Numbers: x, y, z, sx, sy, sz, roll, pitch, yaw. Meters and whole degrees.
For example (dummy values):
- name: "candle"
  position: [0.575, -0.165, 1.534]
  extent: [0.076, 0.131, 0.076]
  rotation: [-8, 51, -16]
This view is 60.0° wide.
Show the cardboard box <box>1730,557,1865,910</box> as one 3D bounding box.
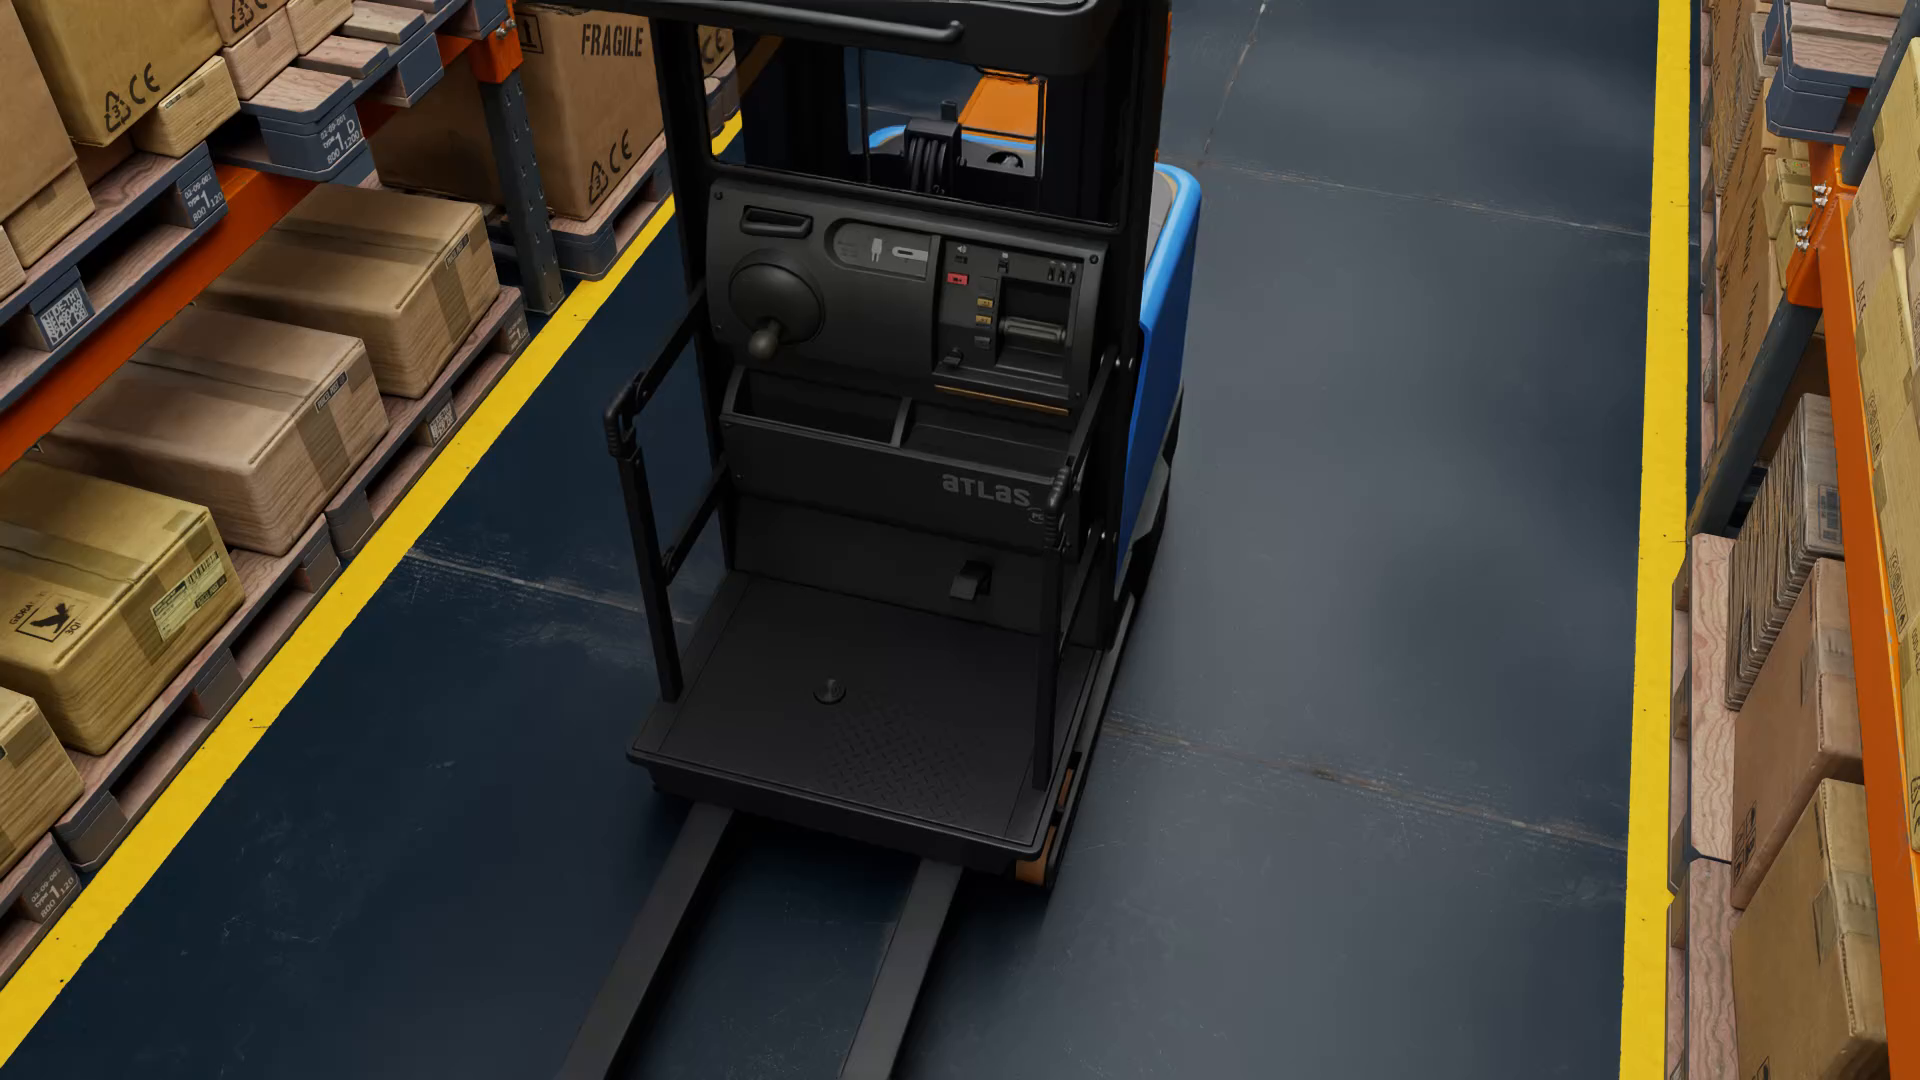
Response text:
- name: "cardboard box"
  position: [2.384, 0.566, 3.925]
  extent: [0.875, 0.625, 0.625]
  rotation: [14, 46, 14]

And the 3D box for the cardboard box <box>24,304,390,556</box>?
- name: "cardboard box"
  position: [-2.352, -0.375, 5.067]
  extent: [0.950, 0.372, 0.625]
  rotation: [12, 46, 12]

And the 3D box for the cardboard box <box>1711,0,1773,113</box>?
- name: "cardboard box"
  position: [3.319, -1.942, 6.577]
  extent: [0.500, 0.500, 0.500]
  rotation: [11, 45, 11]

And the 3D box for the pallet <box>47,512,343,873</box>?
- name: "pallet"
  position: [-2.565, 0.296, 4.797]
  extent: [1.003, 0.211, 1.213]
  rotation: [13, 46, 13]

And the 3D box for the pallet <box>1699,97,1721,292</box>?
- name: "pallet"
  position: [3.410, -1.286, 6.414]
  extent: [1.003, 0.211, 1.213]
  rotation: [13, 46, 13]

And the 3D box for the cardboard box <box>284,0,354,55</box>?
- name: "cardboard box"
  position: [-1.876, -1.452, 4.469]
  extent: [0.380, 0.149, 0.250]
  rotation: [12, 46, 12]

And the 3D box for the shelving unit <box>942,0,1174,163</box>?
- name: "shelving unit"
  position: [0.334, -1.210, 5.682]
  extent: [0.538, 1.125, 1.048]
  rotation: [12, 46, 12]

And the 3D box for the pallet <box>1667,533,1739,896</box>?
- name: "pallet"
  position: [2.490, 0.554, 4.533]
  extent: [1.003, 0.211, 1.213]
  rotation: [13, 46, 13]

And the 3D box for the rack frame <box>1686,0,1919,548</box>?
- name: "rack frame"
  position: [2.776, -0.983, 4.110]
  extent: [1.000, 3.000, 0.127]
  rotation: [13, 46, 13]

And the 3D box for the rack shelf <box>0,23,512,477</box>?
- name: "rack shelf"
  position: [-2.561, -0.442, 4.071]
  extent: [1.077, 0.370, 4.000]
  rotation: [13, 46, 13]

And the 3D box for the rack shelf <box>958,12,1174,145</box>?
- name: "rack shelf"
  position: [0.334, -1.419, 5.477]
  extent: [0.538, 0.278, 1.000]
  rotation: [12, 46, 12]

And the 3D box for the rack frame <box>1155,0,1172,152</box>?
- name: "rack frame"
  position: [0.480, -1.550, 6.030]
  extent: [0.500, 1.125, 0.032]
  rotation: [12, 46, 12]

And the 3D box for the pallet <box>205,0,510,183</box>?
- name: "pallet"
  position: [-2.070, -1.466, 4.740]
  extent: [1.213, 0.211, 1.003]
  rotation: [13, 46, 13]

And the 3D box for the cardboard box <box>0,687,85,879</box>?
- name: "cardboard box"
  position: [-2.796, 0.593, 4.077]
  extent: [0.950, 0.372, 0.625]
  rotation: [15, 46, 15]

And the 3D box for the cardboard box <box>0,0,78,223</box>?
- name: "cardboard box"
  position: [-2.292, -0.915, 3.456]
  extent: [0.500, 0.500, 0.500]
  rotation: [11, 45, 11]

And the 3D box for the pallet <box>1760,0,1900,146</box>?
- name: "pallet"
  position: [2.915, -1.381, 4.654]
  extent: [1.213, 0.211, 1.003]
  rotation: [13, 46, 13]

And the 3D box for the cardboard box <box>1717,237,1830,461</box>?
- name: "cardboard box"
  position: [2.699, -0.567, 5.172]
  extent: [0.500, 0.500, 0.500]
  rotation: [14, 46, 14]

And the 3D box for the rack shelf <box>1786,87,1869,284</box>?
- name: "rack shelf"
  position: [3.382, -2.059, 5.724]
  extent: [1.077, 0.370, 4.000]
  rotation: [13, 46, 13]

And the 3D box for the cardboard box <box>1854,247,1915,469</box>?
- name: "cardboard box"
  position: [2.252, -0.351, 3.571]
  extent: [0.500, 0.250, 0.500]
  rotation: [12, 46, 12]

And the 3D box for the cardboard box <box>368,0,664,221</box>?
- name: "cardboard box"
  position: [-1.667, -1.865, 6.230]
  extent: [0.875, 0.875, 0.875]
  rotation: [12, 46, 12]

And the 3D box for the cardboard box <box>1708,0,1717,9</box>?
- name: "cardboard box"
  position: [3.627, -2.631, 7.281]
  extent: [0.500, 0.500, 0.500]
  rotation: [14, 46, 14]

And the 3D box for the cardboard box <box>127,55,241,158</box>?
- name: "cardboard box"
  position: [-2.030, -1.100, 4.109]
  extent: [0.380, 0.149, 0.250]
  rotation: [13, 46, 13]

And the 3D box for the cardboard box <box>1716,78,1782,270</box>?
- name: "cardboard box"
  position: [3.017, -1.248, 5.867]
  extent: [0.500, 0.500, 0.500]
  rotation: [14, 46, 14]

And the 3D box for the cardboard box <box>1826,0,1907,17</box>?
- name: "cardboard box"
  position: [2.609, -1.562, 4.581]
  extent: [0.380, 0.149, 0.250]
  rotation: [13, 46, 13]

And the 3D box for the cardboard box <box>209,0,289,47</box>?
- name: "cardboard box"
  position: [-1.974, -1.615, 4.171]
  extent: [0.500, 0.500, 0.500]
  rotation: [12, 46, 12]

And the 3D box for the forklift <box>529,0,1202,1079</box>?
- name: "forklift"
  position: [-0.196, -0.467, 3.632]
  extent: [1.130, 2.935, 3.031]
  rotation: [12, 46, 12]

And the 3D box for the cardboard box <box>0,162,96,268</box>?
- name: "cardboard box"
  position: [-2.224, -0.774, 3.776]
  extent: [0.380, 0.149, 0.250]
  rotation: [11, 45, 11]

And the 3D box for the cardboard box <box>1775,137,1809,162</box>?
- name: "cardboard box"
  position: [2.859, -1.209, 5.364]
  extent: [0.380, 0.149, 0.250]
  rotation: [11, 45, 11]

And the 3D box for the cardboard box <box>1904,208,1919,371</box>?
- name: "cardboard box"
  position: [2.256, -0.531, 3.397]
  extent: [0.500, 0.250, 0.500]
  rotation: [14, 46, 14]

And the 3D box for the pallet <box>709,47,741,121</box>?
- name: "pallet"
  position: [-1.274, -2.355, 7.506]
  extent: [1.003, 0.211, 1.213]
  rotation: [13, 46, 13]

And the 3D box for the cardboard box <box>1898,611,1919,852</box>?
- name: "cardboard box"
  position: [1.944, 0.339, 2.866]
  extent: [0.500, 0.250, 0.500]
  rotation: [14, 46, 14]

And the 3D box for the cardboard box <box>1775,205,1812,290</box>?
- name: "cardboard box"
  position: [2.684, -0.854, 5.002]
  extent: [0.380, 0.149, 0.250]
  rotation: [10, 45, 11]
